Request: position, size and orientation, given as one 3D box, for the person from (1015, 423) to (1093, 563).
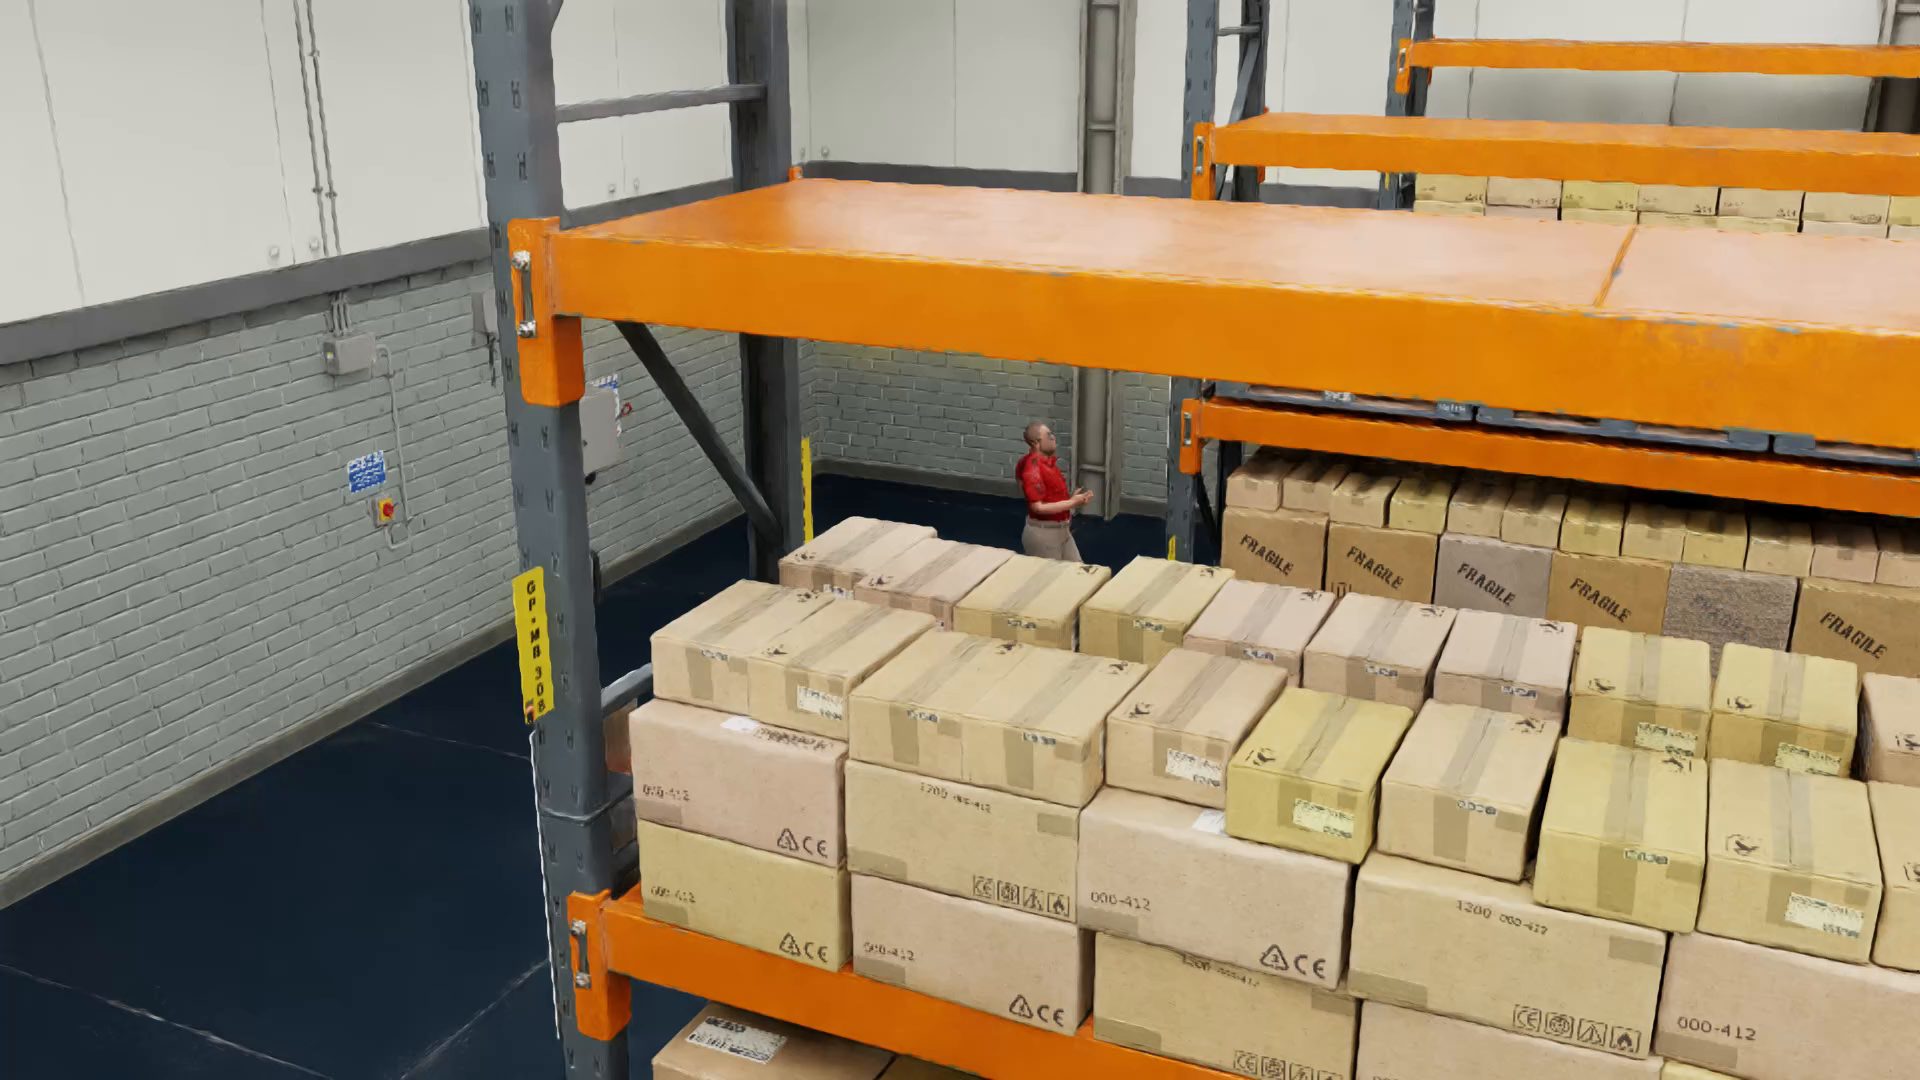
[{"bbox_3d":[0.728,-0.005,12.162,0.851,1.730,0.622,7,20,19],"label":"person"}]
